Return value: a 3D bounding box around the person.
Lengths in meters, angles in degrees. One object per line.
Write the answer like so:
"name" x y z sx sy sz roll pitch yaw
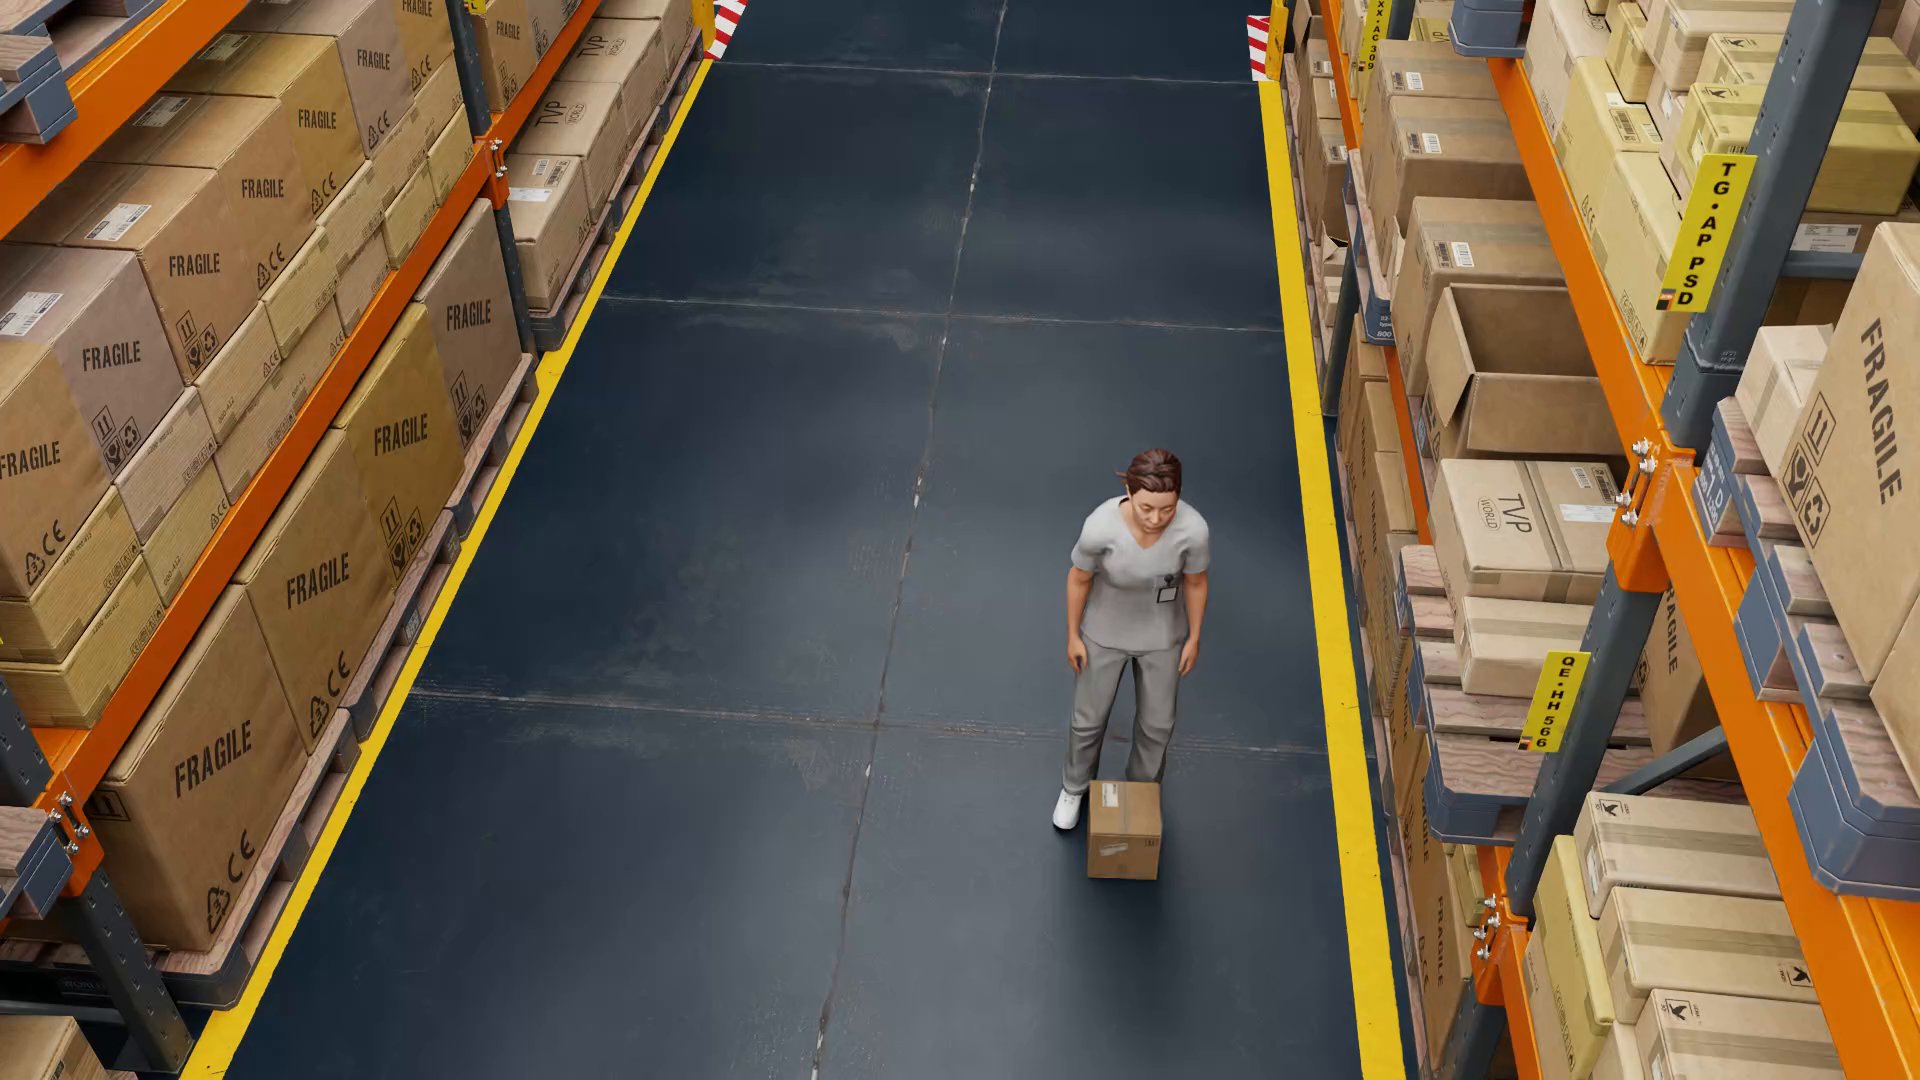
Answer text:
"person" 0.596 0.344 5.750 0.489 1.673 0.361 1 40 2
